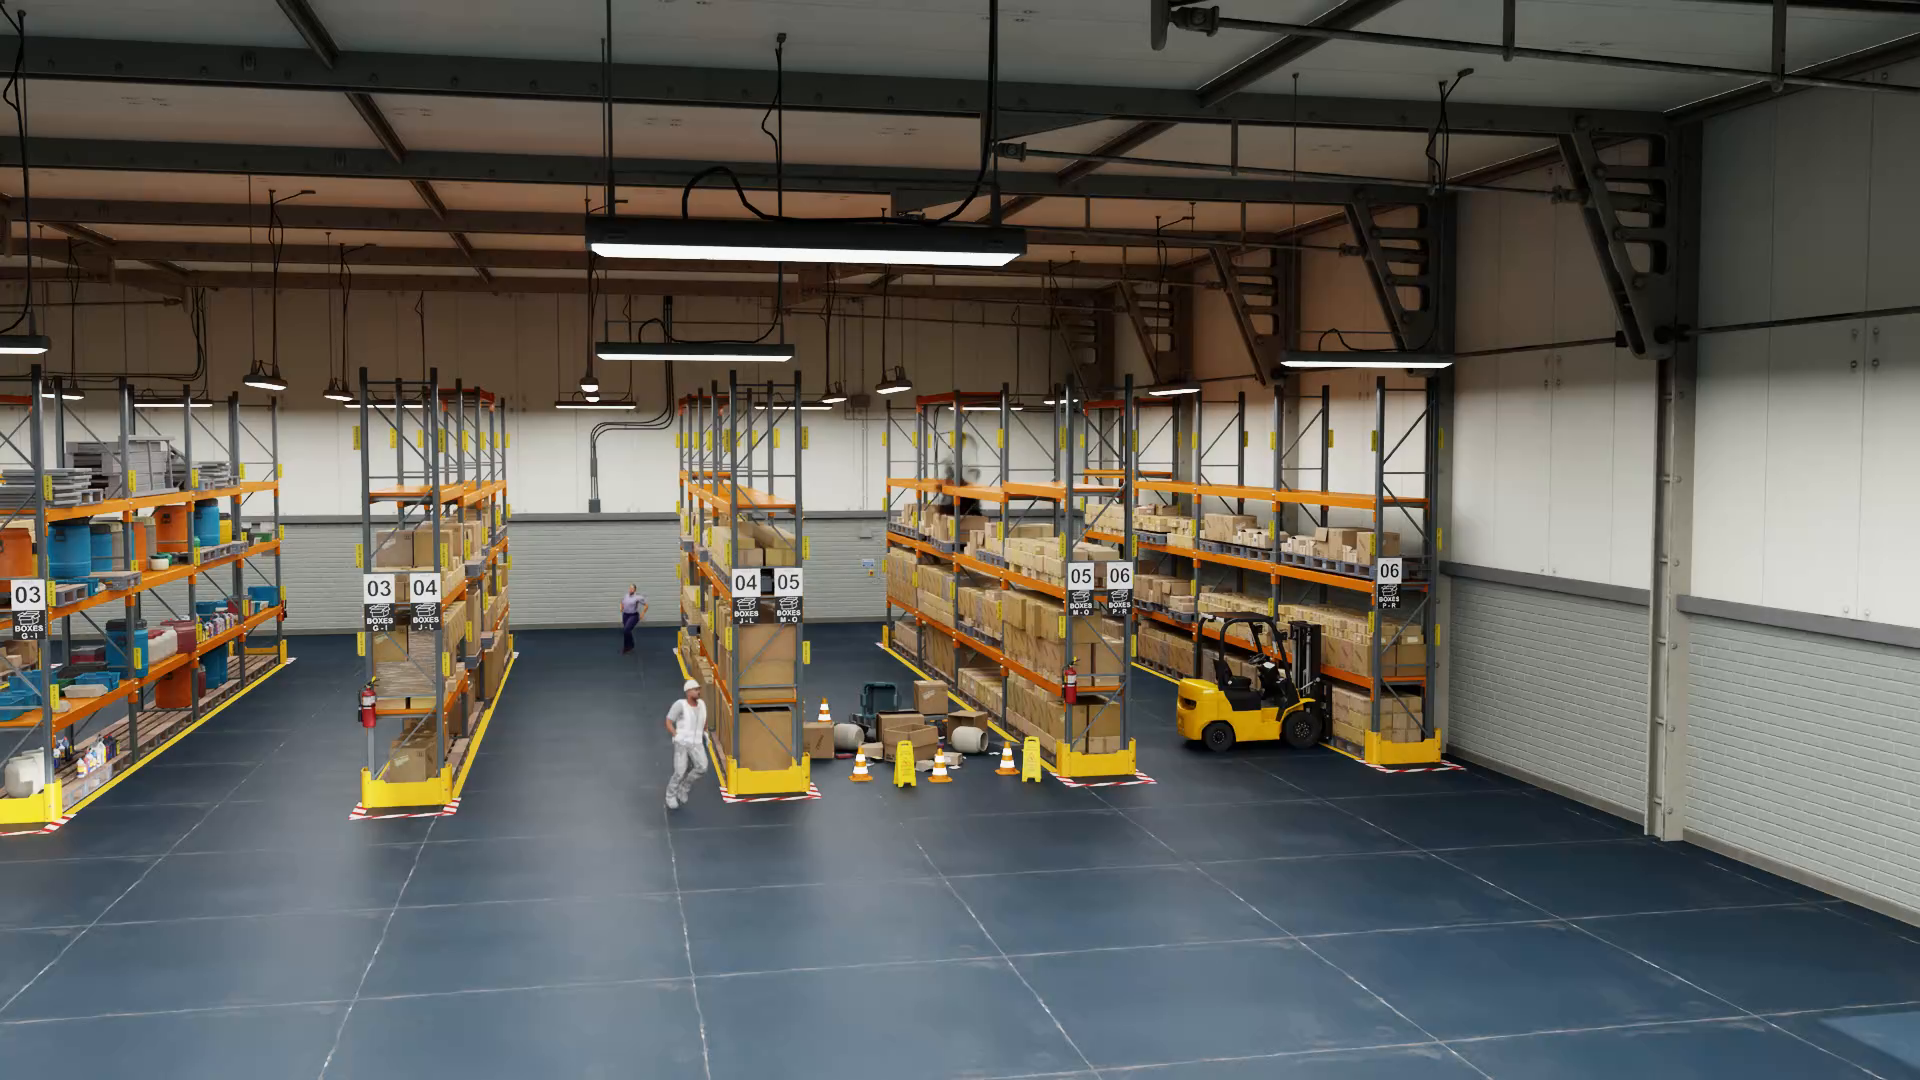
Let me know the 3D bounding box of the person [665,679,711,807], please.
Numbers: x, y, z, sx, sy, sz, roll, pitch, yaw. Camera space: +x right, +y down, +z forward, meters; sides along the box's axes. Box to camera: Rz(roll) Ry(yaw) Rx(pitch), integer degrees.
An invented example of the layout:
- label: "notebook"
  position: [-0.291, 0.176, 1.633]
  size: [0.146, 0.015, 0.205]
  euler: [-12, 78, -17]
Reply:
- label: "person"
  position: [-3.652, 2.774, 22.765]
  size: [0.747, 1.728, 0.601]
  euler: [-3, 5, -43]

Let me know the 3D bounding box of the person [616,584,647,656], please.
- label: "person"
  position: [-7.736, 1.869, 39.043]
  size: [0.671, 1.660, 0.773]
  euler: [2, 4, 26]
